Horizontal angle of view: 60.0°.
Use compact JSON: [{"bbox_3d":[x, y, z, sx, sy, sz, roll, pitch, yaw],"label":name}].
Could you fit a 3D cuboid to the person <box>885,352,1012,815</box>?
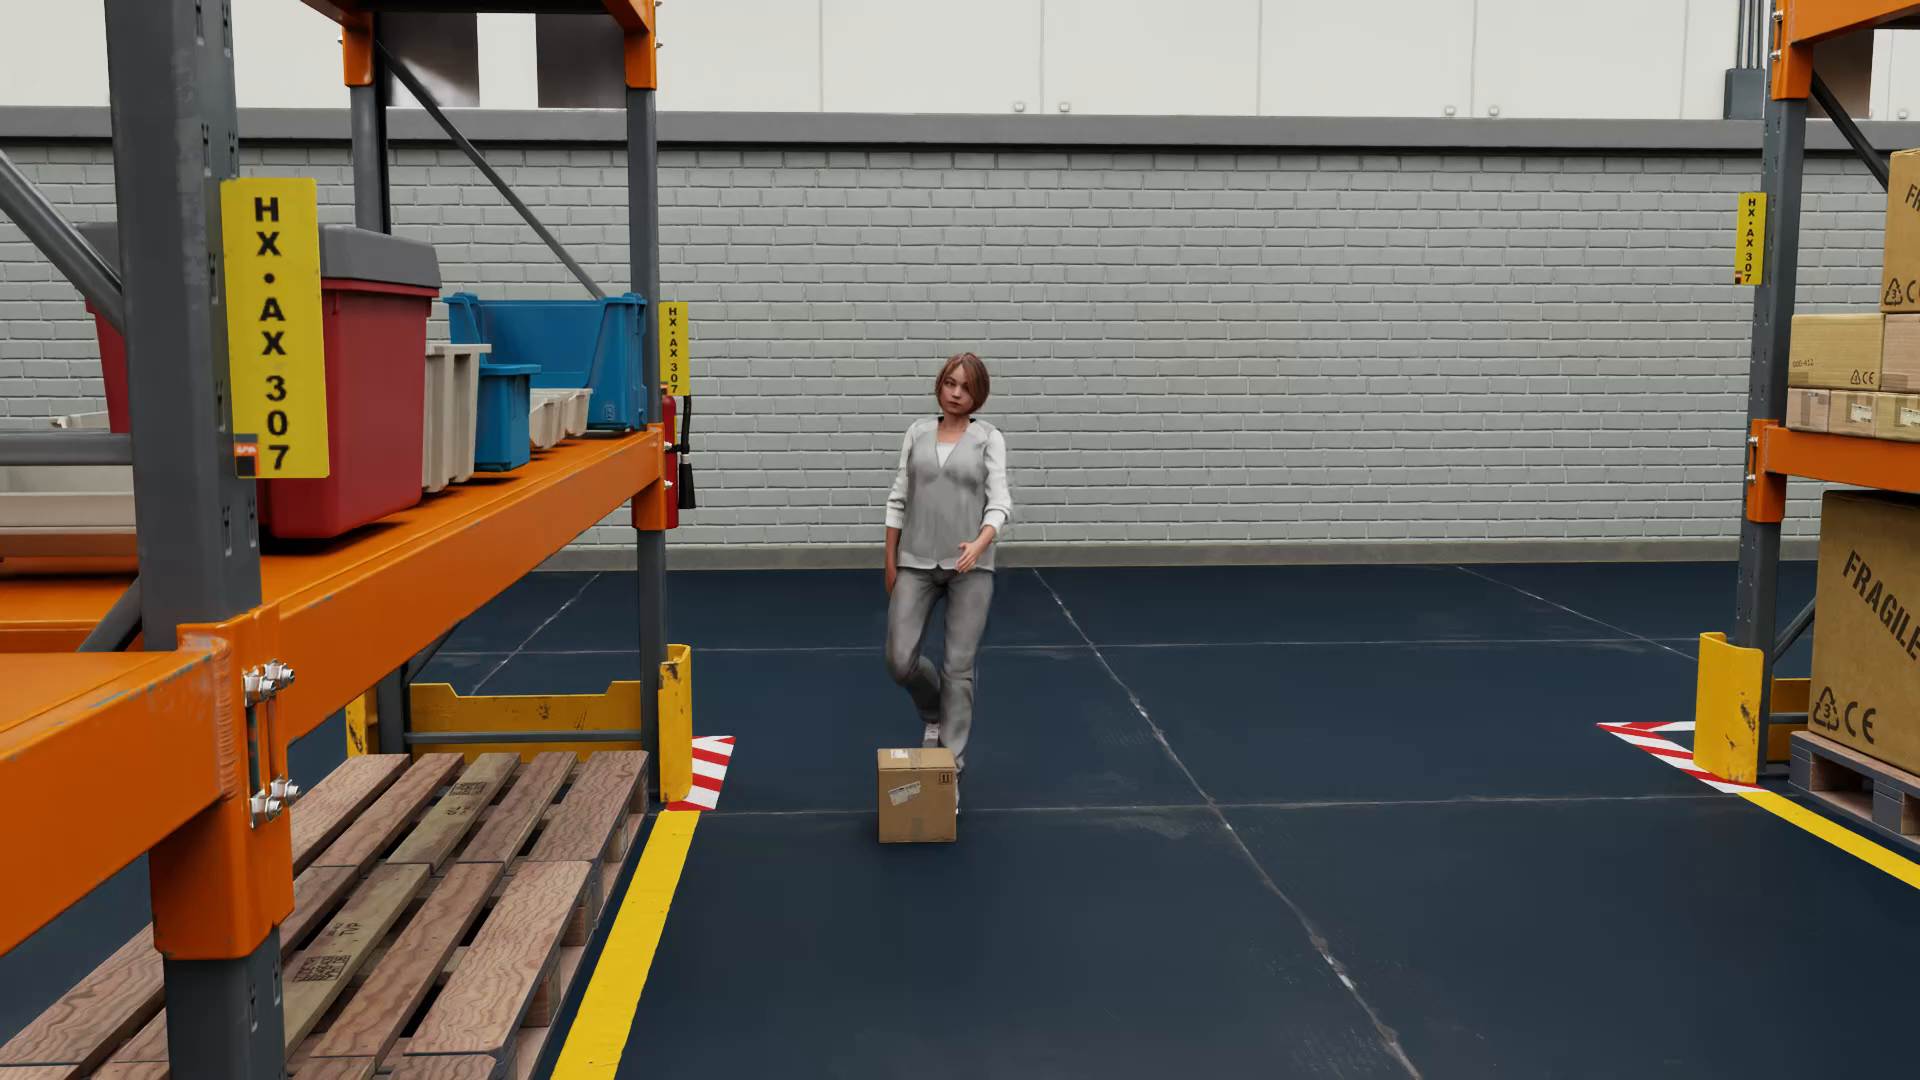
[{"bbox_3d":[-0.067,0.132,5.802,0.478,1.555,0.666,2,7,12],"label":"person"}]
